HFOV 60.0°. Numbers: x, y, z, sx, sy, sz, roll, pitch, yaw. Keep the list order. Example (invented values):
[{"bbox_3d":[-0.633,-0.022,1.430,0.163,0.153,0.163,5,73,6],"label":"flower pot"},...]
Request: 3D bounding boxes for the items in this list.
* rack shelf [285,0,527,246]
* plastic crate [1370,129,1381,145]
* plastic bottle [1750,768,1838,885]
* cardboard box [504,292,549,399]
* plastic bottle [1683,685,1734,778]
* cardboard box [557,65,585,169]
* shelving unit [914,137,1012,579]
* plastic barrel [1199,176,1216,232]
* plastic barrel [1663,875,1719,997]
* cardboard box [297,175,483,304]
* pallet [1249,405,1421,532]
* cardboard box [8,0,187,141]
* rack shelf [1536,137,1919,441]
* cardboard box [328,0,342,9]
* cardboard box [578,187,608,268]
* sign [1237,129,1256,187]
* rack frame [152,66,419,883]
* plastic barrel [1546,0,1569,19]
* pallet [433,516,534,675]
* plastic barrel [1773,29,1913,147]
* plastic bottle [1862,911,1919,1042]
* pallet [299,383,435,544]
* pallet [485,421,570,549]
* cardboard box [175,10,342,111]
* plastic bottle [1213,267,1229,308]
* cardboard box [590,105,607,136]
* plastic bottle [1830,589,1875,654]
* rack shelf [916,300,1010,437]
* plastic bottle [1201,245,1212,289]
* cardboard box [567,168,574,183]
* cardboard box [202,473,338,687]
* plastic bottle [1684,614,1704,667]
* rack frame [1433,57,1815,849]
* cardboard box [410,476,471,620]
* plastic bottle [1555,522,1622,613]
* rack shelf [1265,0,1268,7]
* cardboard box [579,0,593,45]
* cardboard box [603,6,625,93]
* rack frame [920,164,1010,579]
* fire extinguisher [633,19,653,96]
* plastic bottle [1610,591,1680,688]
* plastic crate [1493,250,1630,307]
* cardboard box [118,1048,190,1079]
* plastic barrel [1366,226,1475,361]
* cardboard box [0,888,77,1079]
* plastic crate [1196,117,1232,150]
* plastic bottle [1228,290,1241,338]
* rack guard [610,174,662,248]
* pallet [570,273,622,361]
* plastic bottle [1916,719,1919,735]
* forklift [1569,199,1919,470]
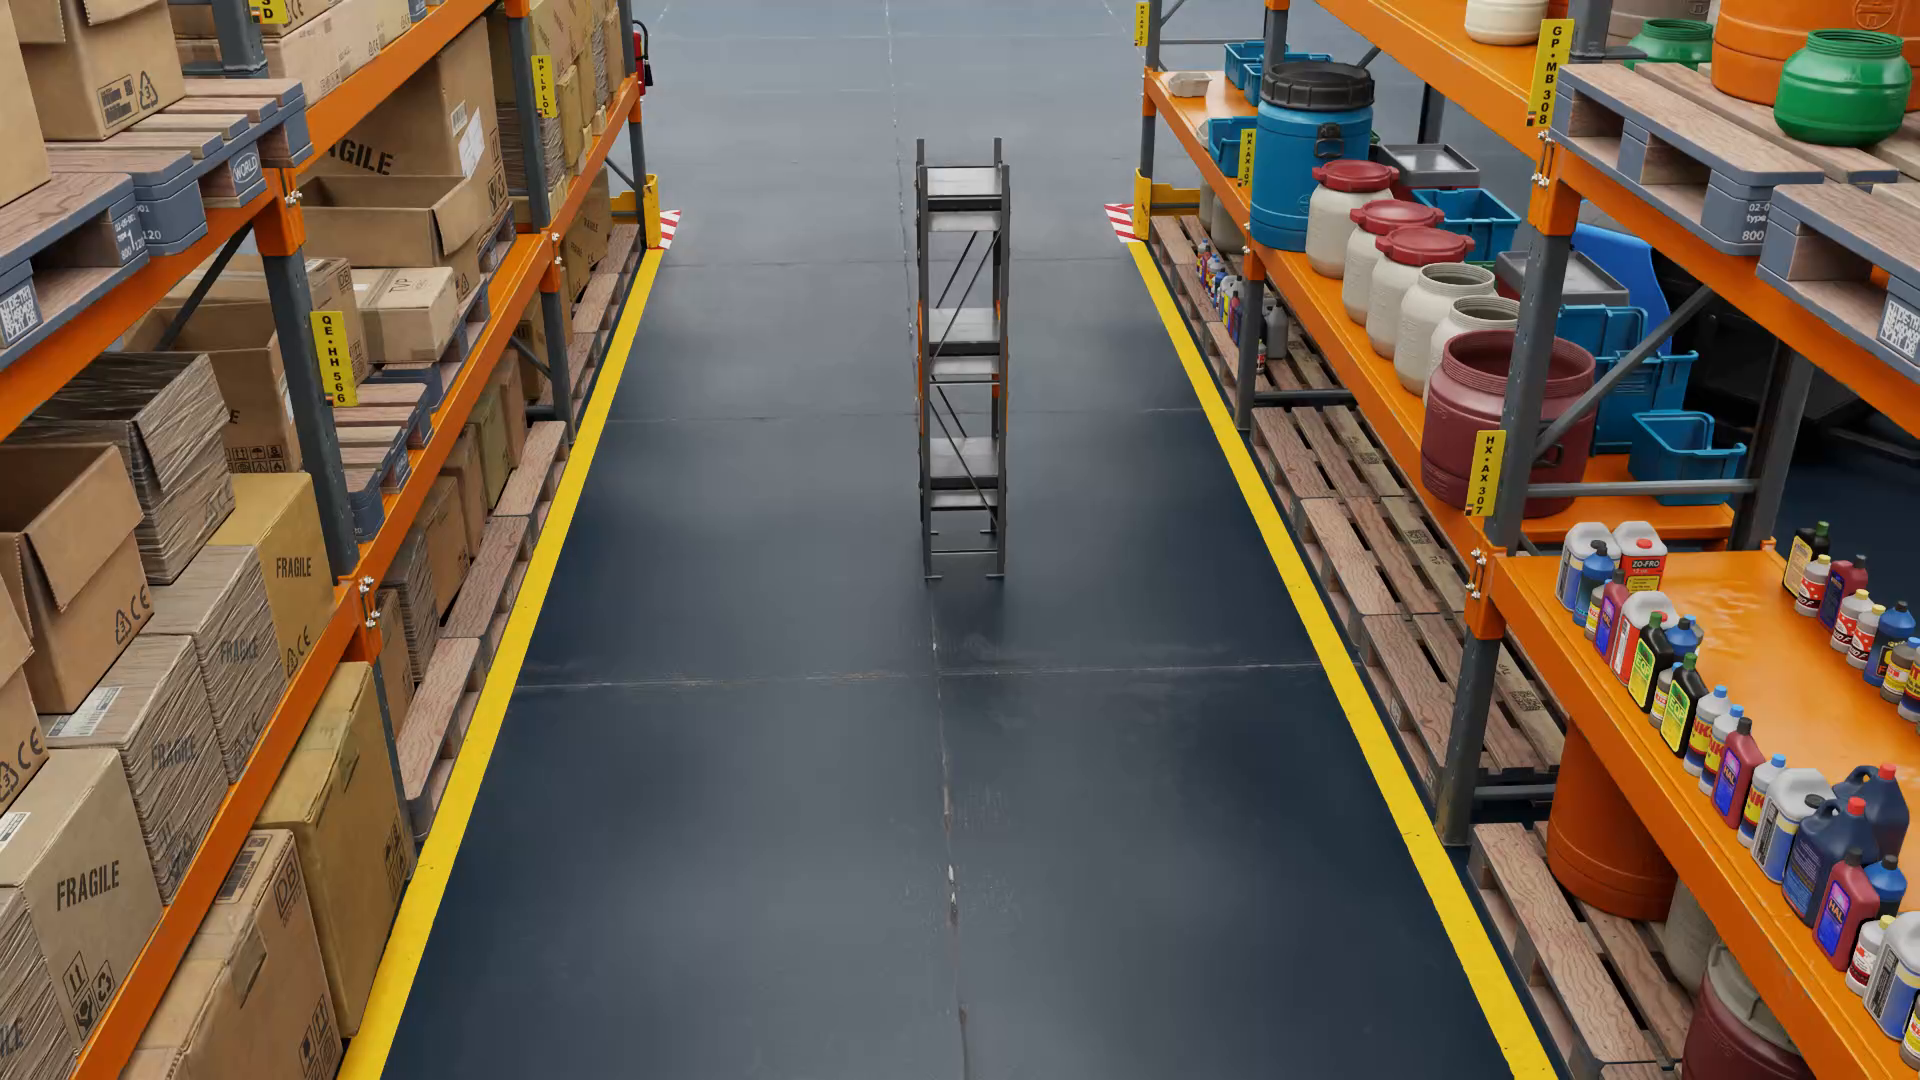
[{"bbox_3d":[-2.679,-1.989,6.854,1.077,0.370,4.000,-1,28,-3],"label":"rack shelf"},{"bbox_3d":[2.374,-2.561,10.645,0.450,0.188,0.662,-1,28,-3],"label":"plastic crate"},{"bbox_3d":[2.144,0.729,4.242,0.152,0.276,0.135,-1,28,-3],"label":"plastic bottle"},{"bbox_3d":[-2.764,-1.165,9.989,0.500,0.500,0.500,-2,28,-4],"label":"cardboard box"},{"bbox_3d":[2.093,0.527,4.635,0.097,0.271,0.097,0,28,0],"label":"plastic bottle"},{"bbox_3d":[-2.736,-2.519,9.906,0.875,0.500,0.500,-1,28,-3],"label":"cardboard box"},{"bbox_3d":[0.009,-0.855,8.118,0.431,2.100,0.503,-1,28,-3],"label":"shelving unit"},{"bbox_3d":[2.065,-2.649,12.822,0.421,0.512,0.421,0,28,0],"label":"plastic barrel"},{"bbox_3d":[2.533,1.227,5.389,0.421,0.512,0.421,0,28,0],"label":"plastic barrel"},{"bbox_3d":[-2.601,-1.335,7.500,0.797,0.503,0.637,1,28,3],"label":"cardboard box"},{"bbox_3d":[2.243,-0.423,9.332,1.003,0.211,1.213,-1,28,-3],"label":"pallet"},{"bbox_3d":[-2.471,-1.336,4.259,0.797,0.503,0.637,0,28,0],"label":"cardboard box"},{"bbox_3d":[2.476,-0.261,3.541,1.077,0.370,4.000,-1,28,-3],"label":"rack shelf"},{"bbox_3d":[-2.365,-2.108,5.655,0.500,0.500,0.500,-1,28,-2],"label":"cardboard box"},{"bbox_3d":[-2.911,-2.262,12.093,0.500,0.500,0.500,6,28,11],"label":"cardboard box"},{"bbox_3d":[1.613,-2.135,9.301,0.100,0.325,0.005,-1,28,-3],"label":"sign"},{"bbox_3d":[-2.575,-0.054,5.610,1.000,3.000,0.127,-1,28,-3],"label":"rack frame"},{"bbox_3d":[2.511,-2.381,6.363,0.600,0.830,0.708,-1,28,-3],"label":"plastic barrel"},{"bbox_3d":[-2.675,0.259,8.025,1.003,0.211,1.213,-1,28,-3],"label":"pallet"},{"bbox_3d":[2.197,-1.126,4.136,0.294,0.245,0.294,0,28,0],"label":"plastic barrel"},{"bbox_3d":[2.173,0.983,3.755,0.152,0.276,0.135,-1,28,-3],"label":"plastic bottle"},{"bbox_3d":[-2.718,-0.296,6.281,1.213,0.211,1.003,-1,28,-3],"label":"pallet"},{"bbox_3d":[-2.741,-0.305,9.107,1.003,0.211,1.213,-1,28,-3],"label":"pallet"},{"bbox_3d":[-2.345,-1.541,5.379,0.500,0.250,0.500,-1,28,-2],"label":"cardboard box"},{"bbox_3d":[1.771,-1.711,11.261,0.097,0.271,0.097,0,28,0],"label":"plastic bottle"},{"bbox_3d":[-2.588,-2.820,11.186,0.380,0.149,0.250,-1,28,-3],"label":"cardboard box"},{"bbox_3d":[2.819,0.251,5.240,0.097,0.201,0.097,0,28,0],"label":"plastic bottle"},{"bbox_3d":[0.009,-0.842,8.124,0.431,0.518,0.480,-1,28,-3],"label":"rack shelf"},{"bbox_3d":[1.731,-1.909,11.628,0.061,0.283,0.133,-1,28,-2],"label":"plastic bottle"},{"bbox_3d":[-2.558,-2.242,10.077,0.380,0.149,0.250,-1,28,-3],"label":"cardboard box"},{"bbox_3d":[-2.301,0.123,5.161,0.500,0.500,0.500,-1,28,-1],"label":"cardboard box"},{"bbox_3d":[2.219,0.324,5.100,0.097,0.201,0.097,0,28,0],"label":"plastic bottle"},{"bbox_3d":[2.372,-0.174,5.839,1.000,3.000,0.127,-1,28,-3],"label":"rack frame"},{"bbox_3d":[-2.708,0.033,7.671,0.700,0.500,0.500,1,28,2],"label":"cardboard box"},{"bbox_3d":[2.071,0.089,5.470,0.152,0.276,0.135,-1,28,-3],"label":"plastic bottle"},{"bbox_3d":[2.058,-3.956,10.625,1.077,0.370,4.000,-1,28,-3],"label":"rack shelf"},{"bbox_3d":[-2.643,-3.427,10.567,0.500,0.500,0.500,-1,28,-3],"label":"cardboard box"},{"bbox_3d":[-2.845,-3.442,11.676,0.875,0.500,0.500,-1,28,-3],"label":"cardboard box"},{"bbox_3d":[0.021,-0.742,7.902,0.400,2.100,0.015,-1,28,-3],"label":"rack frame"},{"bbox_3d":[-2.538,-3.778,12.834,0.296,0.674,0.183,-1,28,-3],"label":"fire extinguisher"},{"bbox_3d":[2.096,0.303,5.060,0.152,0.276,0.135,-1,28,-3],"label":"plastic bottle"},{"bbox_3d":[2.593,-0.956,7.270,0.402,0.464,0.583,-1,28,-3],"label":"plastic crate"},{"bbox_3d":[-2.467,1.841,3.819,1.225,0.875,0.875,-2,28,-4],"label":"cardboard box"},{"bbox_3d":[2.055,-1.095,7.460,0.433,0.535,0.433,0,28,0],"label":"plastic barrel"},{"bbox_3d":[-2.193,1.067,3.352,0.500,0.500,0.500,-2,28,-4],"label":"cardboard box"},{"bbox_3d":[1.825,-2.648,10.868,0.530,0.136,0.437,-1,28,-3],"label":"plastic crate"},{"bbox_3d":[1.781,-1.465,10.777,0.061,0.283,0.133,0,28,1],"label":"plastic bottle"},{"bbox_3d":[-2.988,-2.605,13.204,1.175,0.500,0.348,-1,28,-3],"label":"rack guard"},{"bbox_3d":[-2.921,-1.539,11.473,1.003,0.211,1.213,-1,28,-3],"label":"pallet"},{"bbox_3d":[2.844,0.476,4.809,0.097,0.201,0.097,0,28,0],"label":"plastic bottle"},{"bbox_3d":[4.895,-1.984,9.385,1.130,2.935,3.031,-21,34,-34],"label":"forklift"}]
